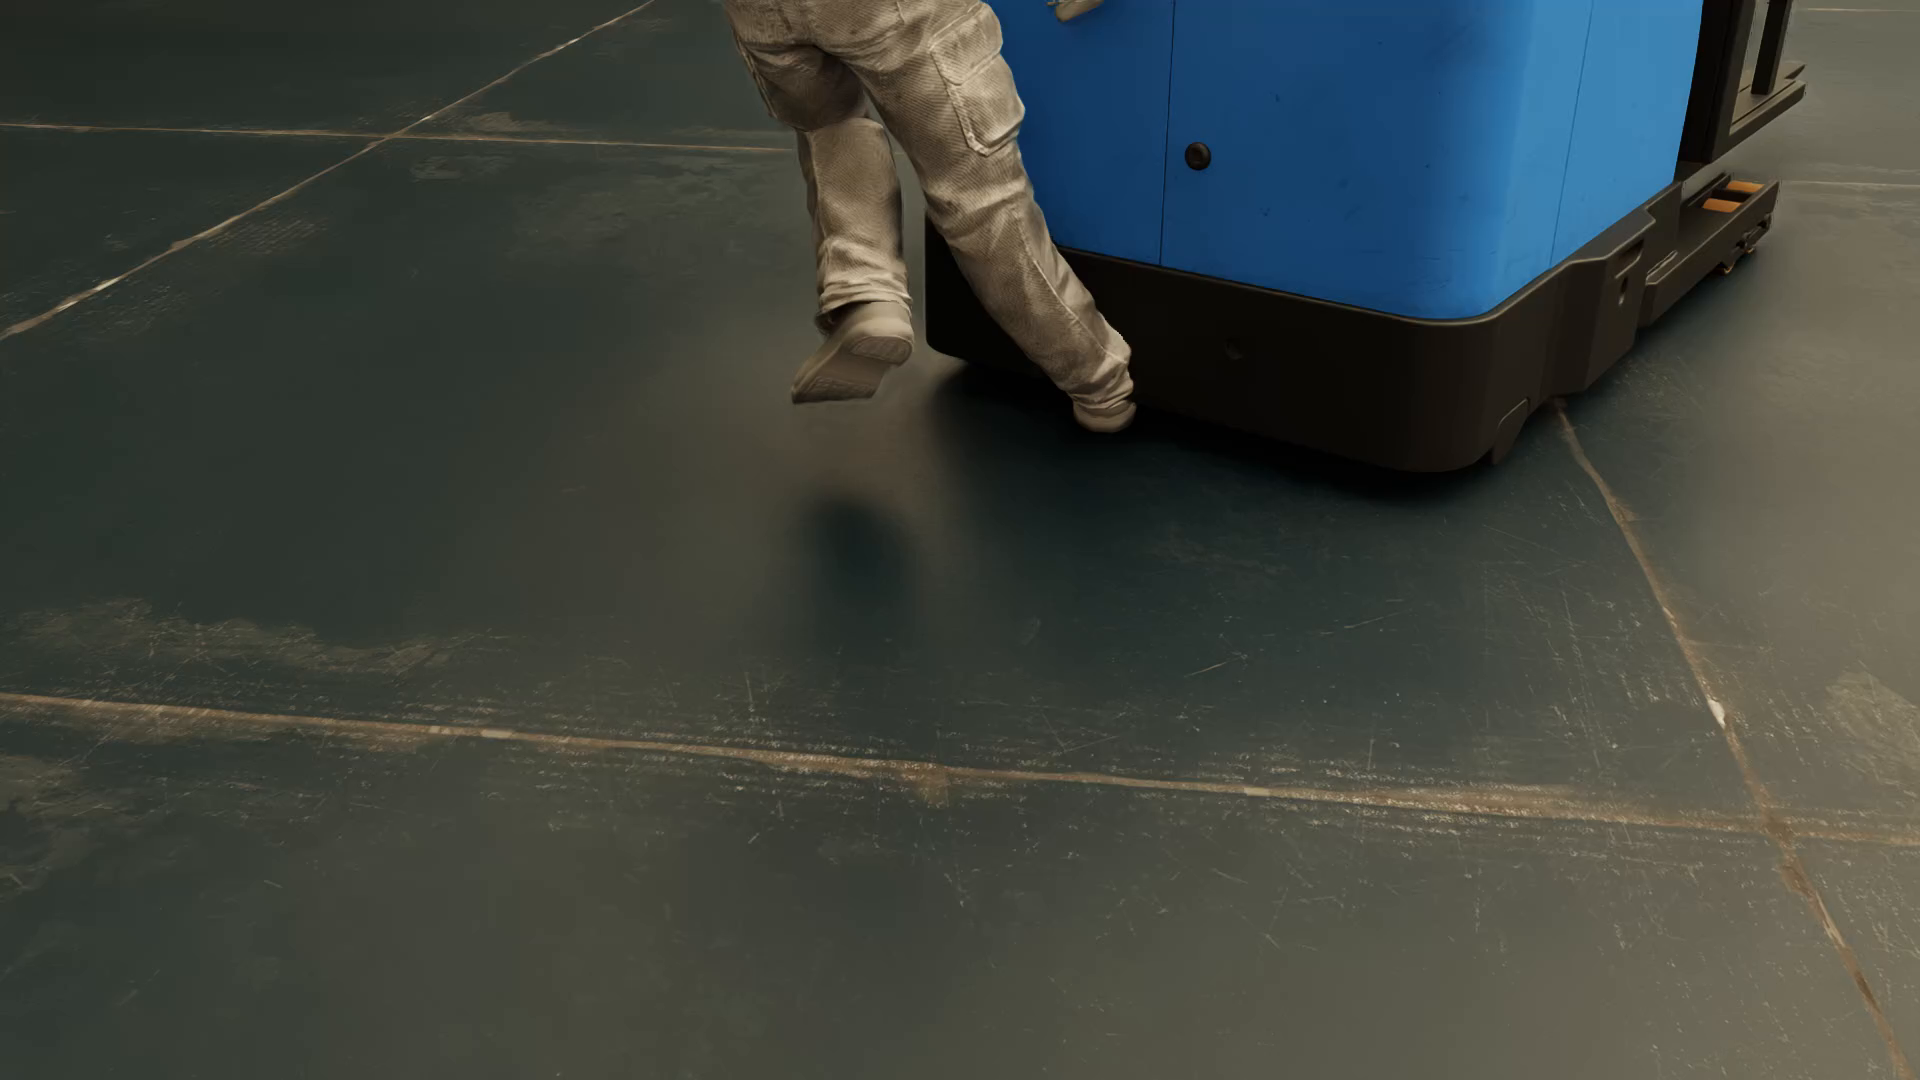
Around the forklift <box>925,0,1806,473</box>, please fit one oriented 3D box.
[{"bbox_3d":[1.217,-2.013,3.251,1.130,2.935,3.031,18,32,32],"label":"forklift"}]

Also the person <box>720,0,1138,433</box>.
[{"bbox_3d":[-0.077,-0.957,2.528,0.753,1.680,0.757,12,29,22],"label":"person"}]
